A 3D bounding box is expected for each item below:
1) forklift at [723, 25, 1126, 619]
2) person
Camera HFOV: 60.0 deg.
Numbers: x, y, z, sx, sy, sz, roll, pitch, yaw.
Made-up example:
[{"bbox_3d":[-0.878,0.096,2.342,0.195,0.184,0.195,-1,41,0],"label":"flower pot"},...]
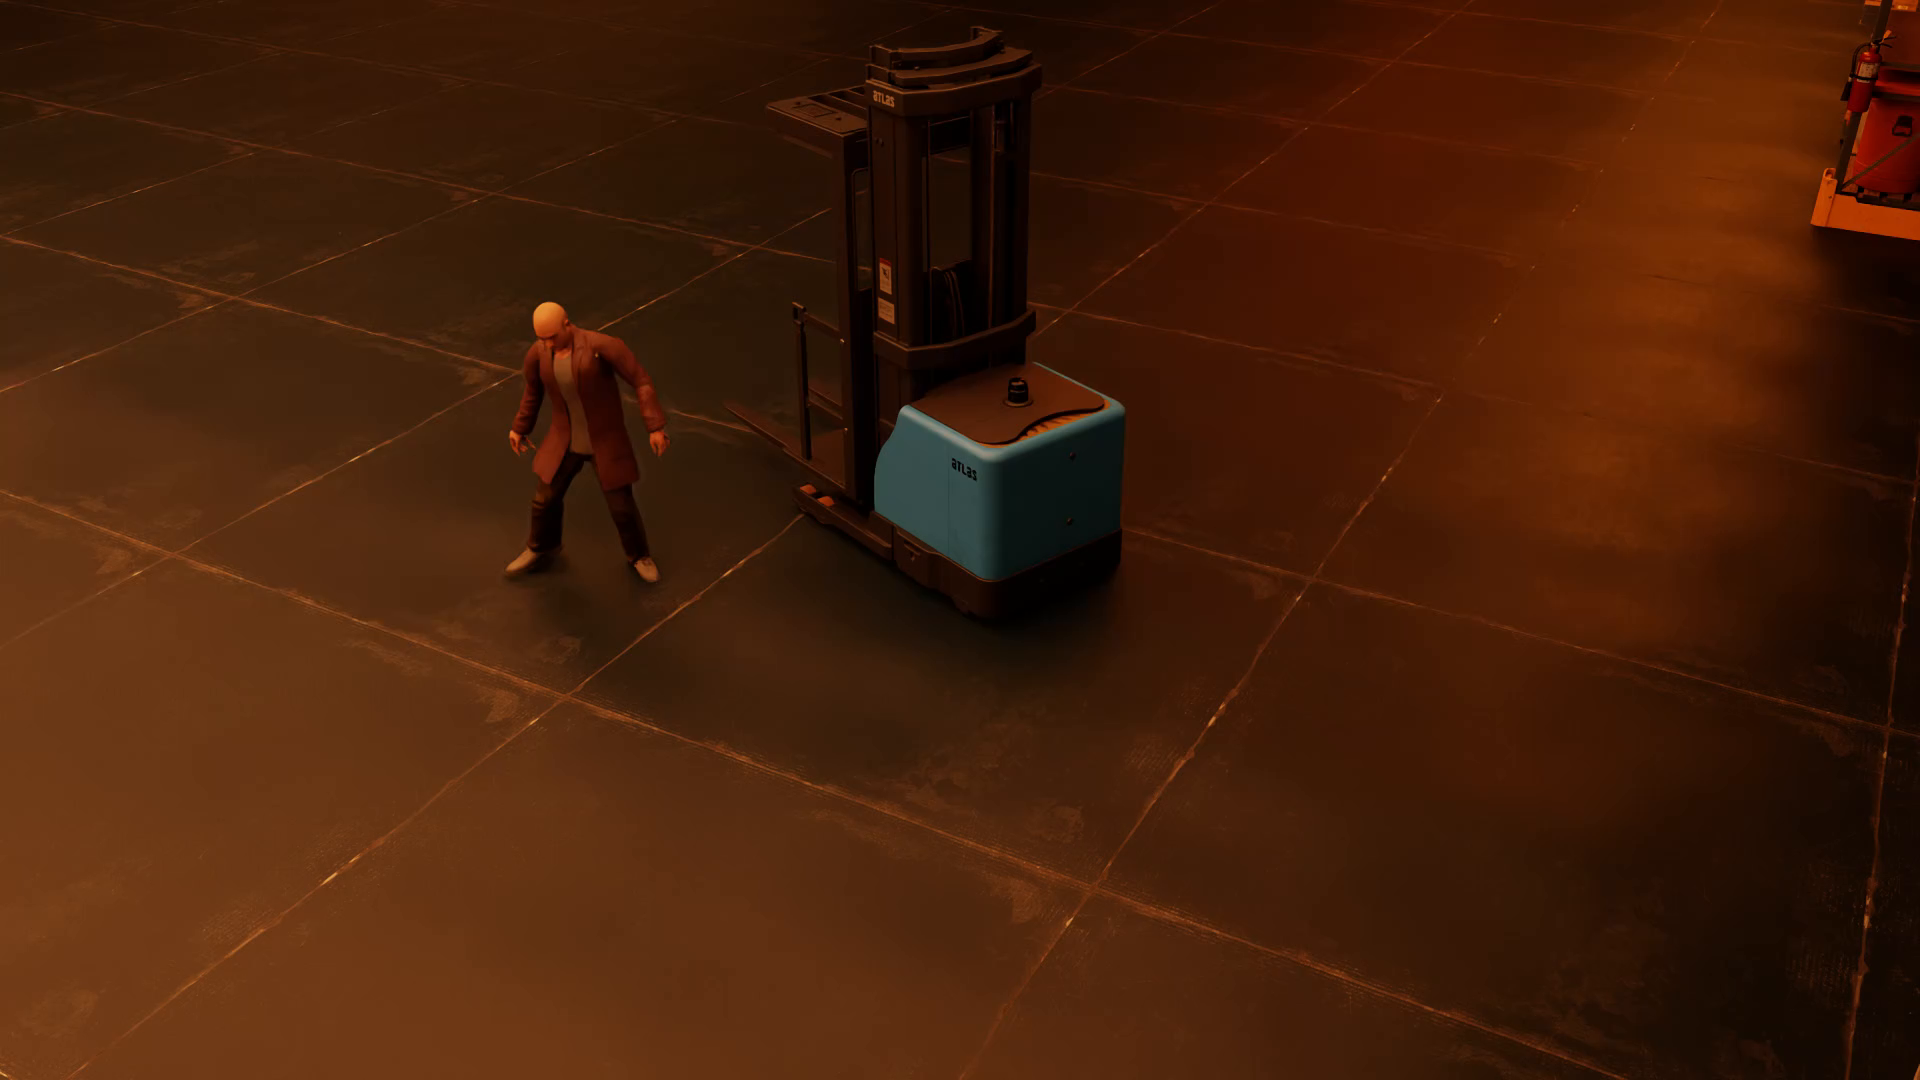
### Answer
[{"bbox_3d":[-0.382,-1.507,9.682,1.130,2.935,3.031,-22,37,-33],"label":"forklift"},{"bbox_3d":[-2.105,-0.550,9.270,1.059,1.717,0.441,5,30,9],"label":"person"}]
